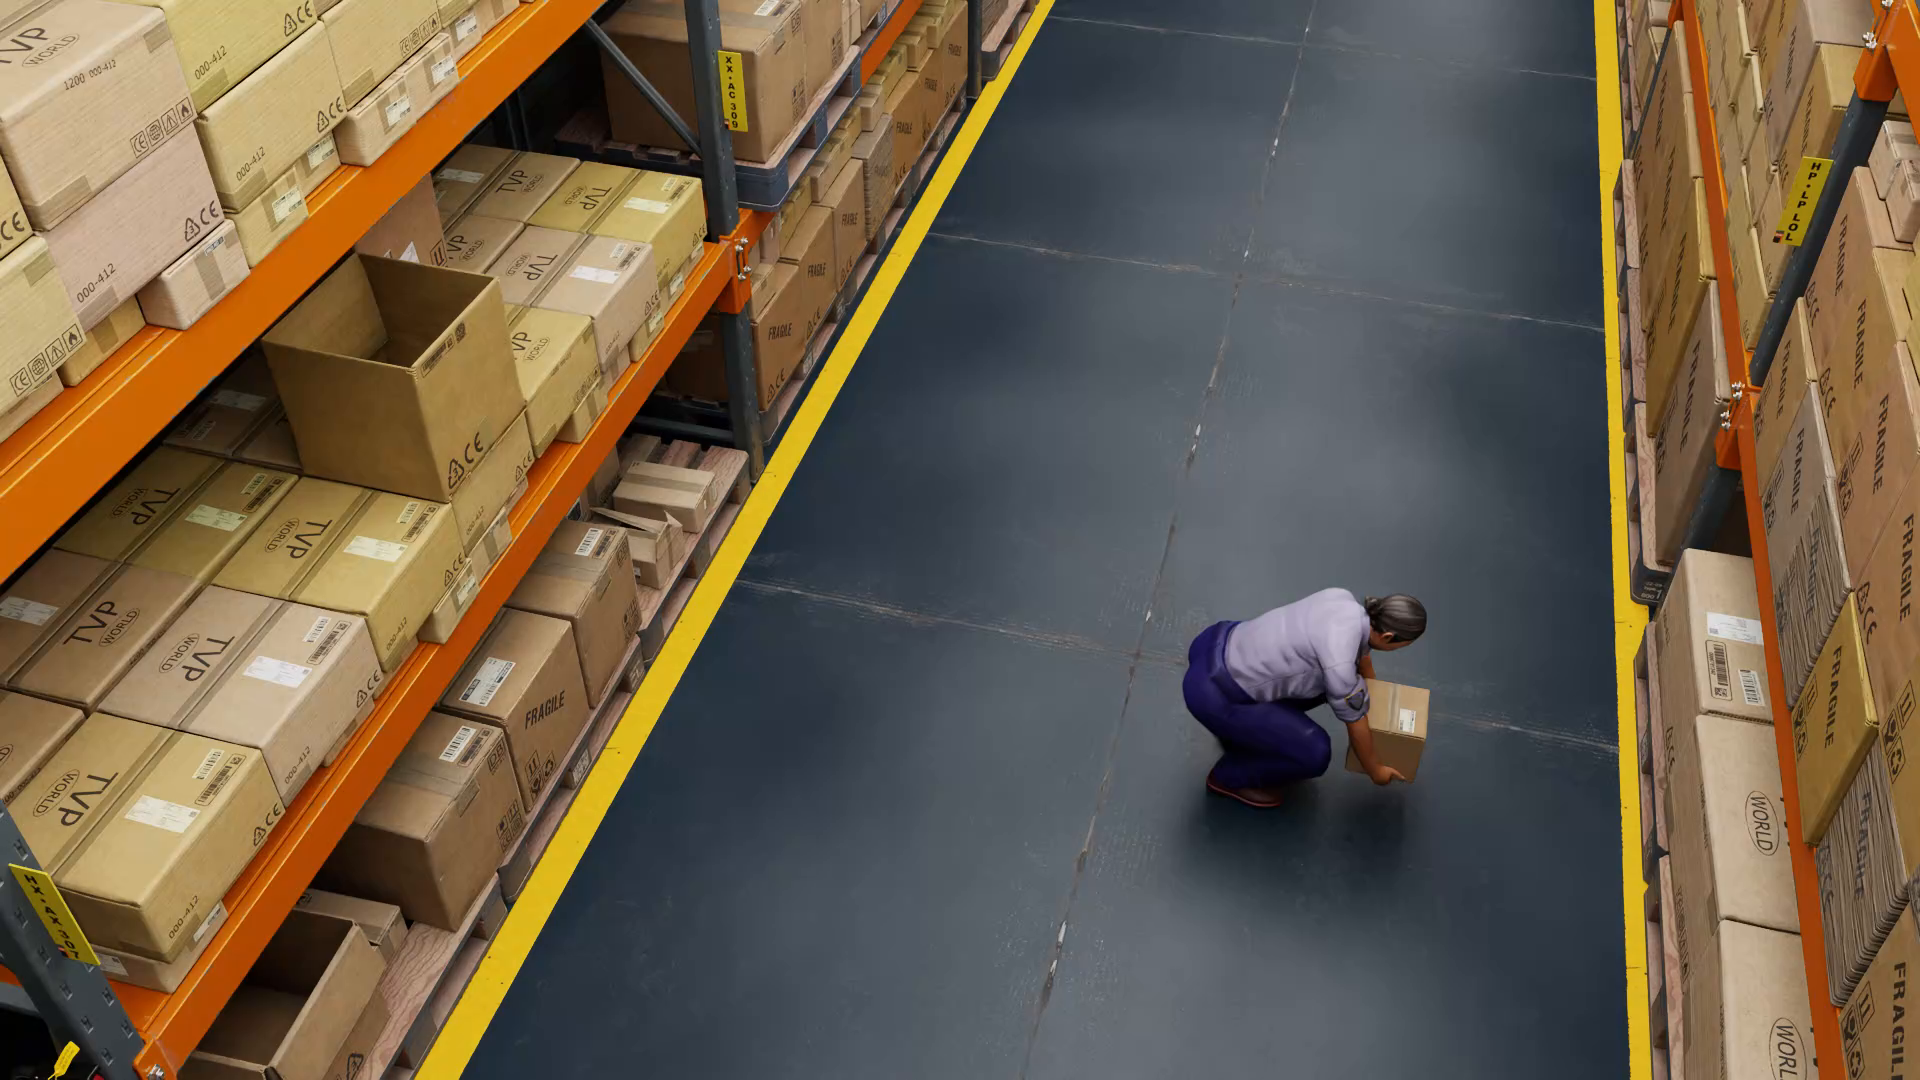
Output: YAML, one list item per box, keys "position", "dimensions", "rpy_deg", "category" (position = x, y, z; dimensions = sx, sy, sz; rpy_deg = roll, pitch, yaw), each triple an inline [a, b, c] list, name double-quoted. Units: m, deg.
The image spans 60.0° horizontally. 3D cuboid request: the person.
- position: [1.250, 0.542, 6.098]
  dimensions: [0.850, 0.942, 0.507]
  rpy_deg: [9, 42, 10]
  category: "person"
